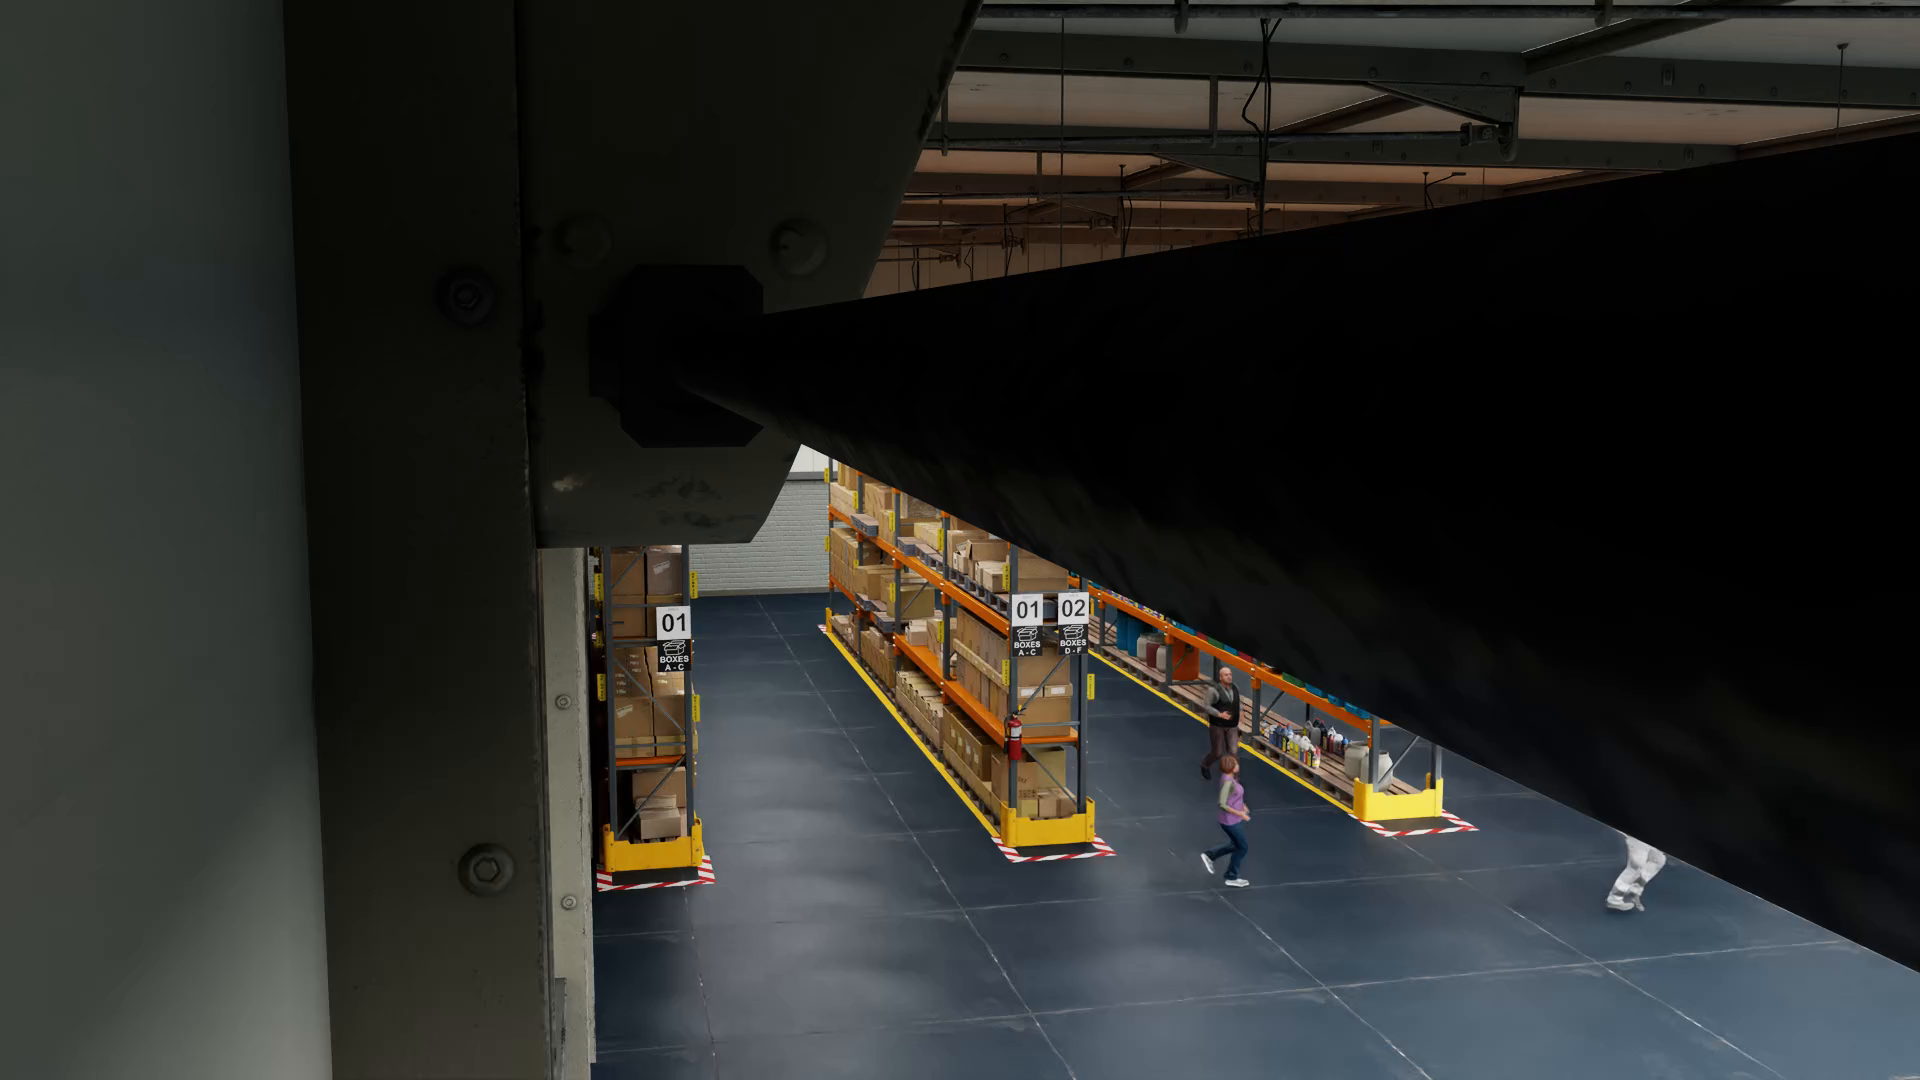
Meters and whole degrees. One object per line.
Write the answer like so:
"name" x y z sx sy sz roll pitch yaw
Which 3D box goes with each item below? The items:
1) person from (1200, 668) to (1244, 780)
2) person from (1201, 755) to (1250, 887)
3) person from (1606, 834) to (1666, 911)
"person" 3.752 2.669 23.698 0.681 1.742 0.847 -3 7 -21
"person" 3.098 3.268 19.377 0.567 1.549 0.536 1 7 11
"person" 7.552 3.273 18.396 0.692 1.784 0.628 2 7 15
